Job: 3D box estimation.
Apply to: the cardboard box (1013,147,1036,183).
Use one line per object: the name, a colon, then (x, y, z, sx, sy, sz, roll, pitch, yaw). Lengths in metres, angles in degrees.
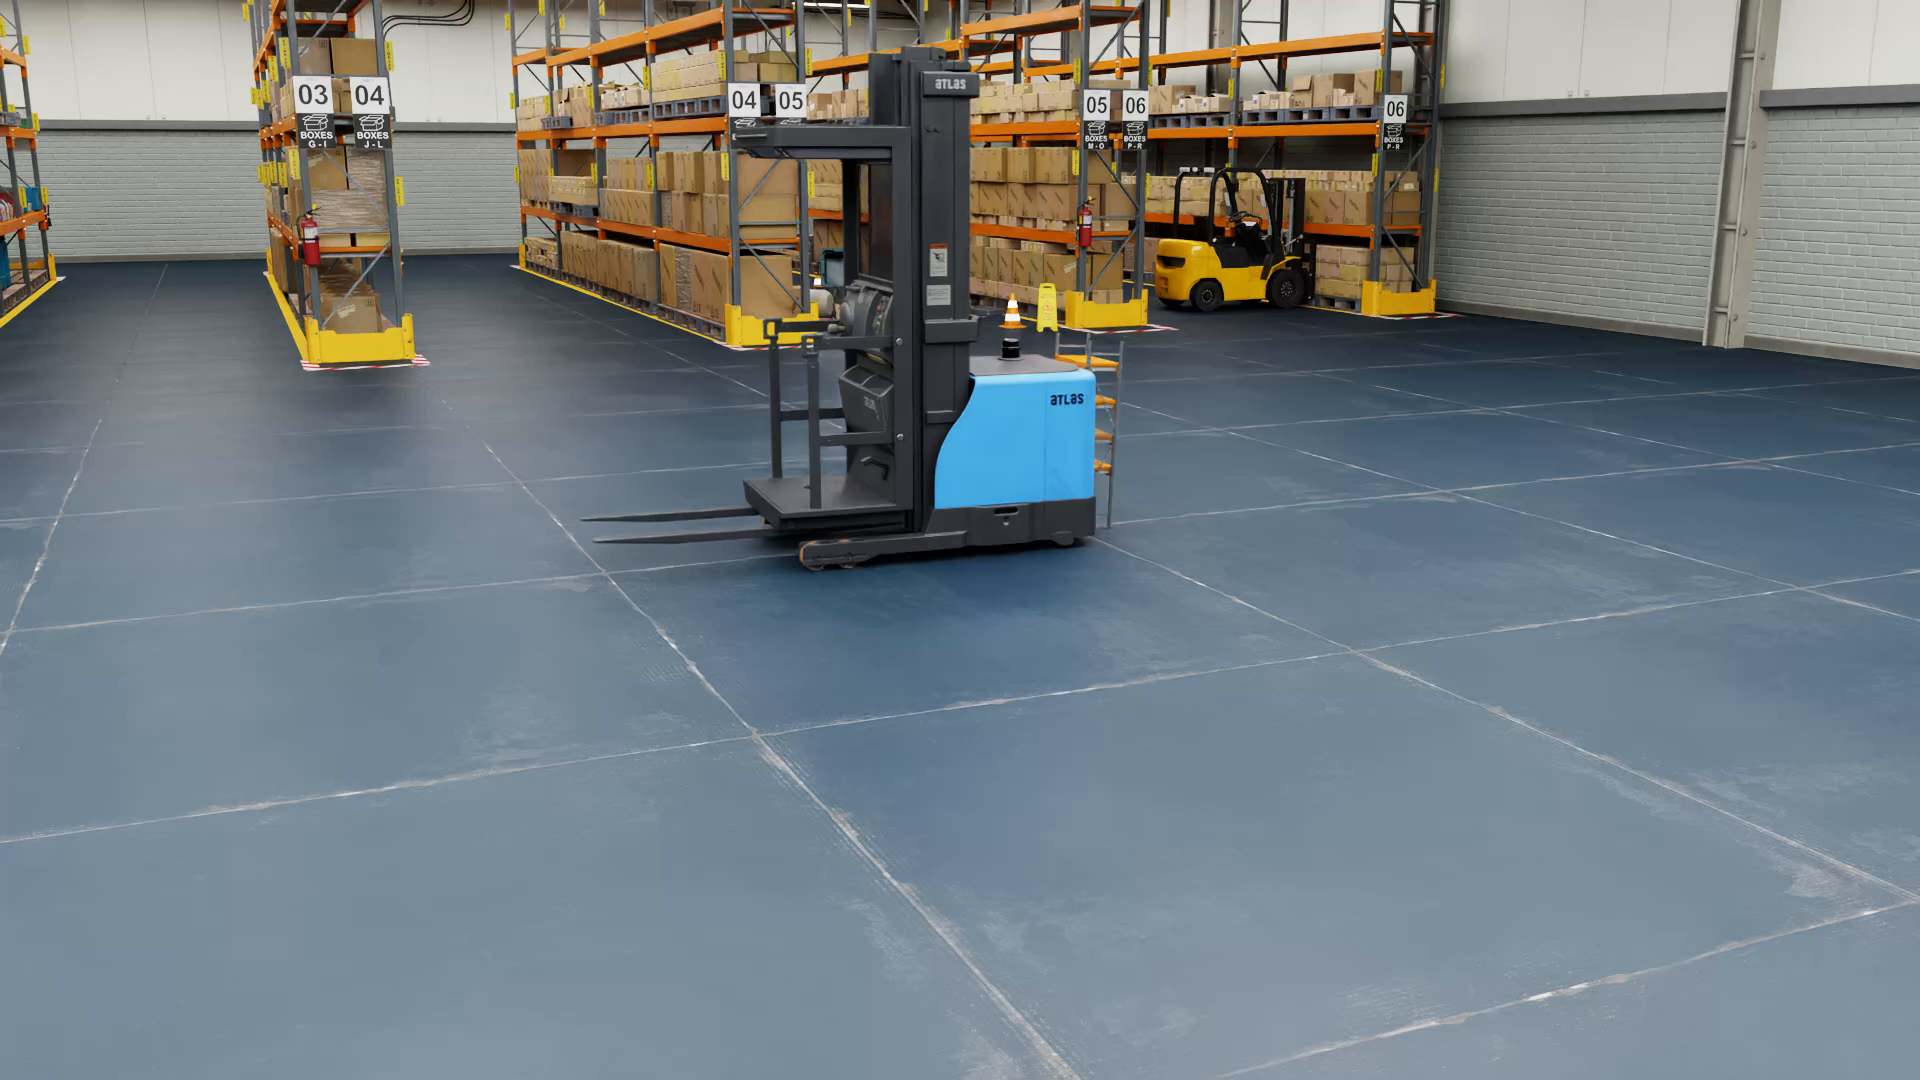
cardboard box: (1.192, -5.428, 24.071, 0.700, 0.500, 0.500, -6, 14, -24)

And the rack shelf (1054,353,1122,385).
rack shelf: (0.817, -1.098, 10.681, 0.258, 0.148, 0.480, -2, 13, -21)

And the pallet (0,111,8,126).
pallet: (-15.474, -6.579, 25.910, 1.003, 0.211, 1.213, -6, 14, -23)

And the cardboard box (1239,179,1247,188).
cardboard box: (4.922, -6.011, 28.027, 0.380, 0.149, 0.250, -6, 14, -24)

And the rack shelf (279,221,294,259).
rack shelf: (-9.393, -4.454, 24.557, 1.077, 0.370, 4.000, -6, 14, -23)

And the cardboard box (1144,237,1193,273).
cardboard box: (3.939, -5.345, 31.148, 0.875, 0.625, 0.625, -5, 14, -21)

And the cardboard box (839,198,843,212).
cardboard box: (-1.960, -6.330, 31.402, 0.500, 0.250, 0.500, -6, 14, -24)

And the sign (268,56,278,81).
sign: (-9.099, -6.246, 22.030, 0.100, 0.325, 0.005, -6, 14, -23)

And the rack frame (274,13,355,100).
rack frame: (-8.592, -7.314, 22.015, 1.000, 3.000, 0.127, -6, 14, -23)

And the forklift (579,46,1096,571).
forklift: (-0.741, -1.385, 9.852, 3.031, 2.935, 1.130, -4, 14, -19)

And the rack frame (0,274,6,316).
rack frame: (-14.732, -4.770, 24.329, 1.000, 3.000, 0.127, -6, 14, -23)

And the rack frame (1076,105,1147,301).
rack frame: (2.091, -4.460, 22.988, 1.000, 3.000, 0.127, -6, 14, -23)

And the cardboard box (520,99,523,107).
cardboard box: (-8.765, -8.919, 33.943, 0.380, 0.149, 0.250, -6, 14, -23)

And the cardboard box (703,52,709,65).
cardboard box: (-3.051, -6.116, 21.128, 0.380, 0.149, 0.250, -5, 14, -22)

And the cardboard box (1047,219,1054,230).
cardboard box: (1.459, -4.493, 23.687, 0.380, 0.149, 0.250, -6, 14, -24)

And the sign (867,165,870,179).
sign: (-1.621, -6.626, 29.779, 0.100, 0.325, 0.005, -6, 14, -23)

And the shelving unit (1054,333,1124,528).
shelving unit: (0.797, -0.714, 10.763, 0.258, 1.200, 0.503, -2, 13, -21)

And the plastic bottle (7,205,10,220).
plastic bottle: (-15.734, -5.409, 27.362, 0.152, 0.276, 0.135, -6, 14, -23)

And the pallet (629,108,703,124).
pallet: (-4.419, -6.372, 25.019, 0.805, 0.209, 1.217, -6, 14, -25)

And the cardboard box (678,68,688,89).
cardboard box: (-3.458, -6.166, 22.226, 0.500, 0.250, 0.500, -5, 14, -22)

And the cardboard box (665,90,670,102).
cardboard box: (-3.868, -6.148, 23.033, 0.380, 0.149, 0.250, -6, 14, -24)

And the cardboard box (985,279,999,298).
cardboard box: (0.702, -3.896, 25.717, 0.500, 0.250, 0.500, -5, 14, -20)

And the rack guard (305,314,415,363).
rack guard: (-7.020, -2.363, 19.470, 1.175, 0.500, 0.348, -6, 14, -23)

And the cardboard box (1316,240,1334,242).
cardboard box: (5.817, -4.794, 27.382, 0.500, 0.250, 0.500, -6, 14, -23)

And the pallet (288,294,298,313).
pallet: (-9.882, -3.698, 25.878, 1.003, 0.211, 1.213, -6, 14, -23)

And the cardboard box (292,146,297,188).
cardboard box: (-7.839, -4.543, 20.249, 0.500, 0.500, 0.500, -6, 14, -23)

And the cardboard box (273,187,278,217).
cardboard box: (-11.439, -5.768, 28.418, 0.500, 0.500, 0.500, -6, 14, -24)

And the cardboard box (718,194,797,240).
cardboard box: (-2.594, -4.138, 21.262, 0.875, 0.550, 0.550, -6, 14, -23)

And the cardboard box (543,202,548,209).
cardboard box: (-8.012, -6.600, 32.790, 0.380, 0.149, 0.250, -6, 14, -25)

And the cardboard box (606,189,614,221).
cardboard box: (-5.470, -5.472, 27.137, 0.500, 0.500, 0.500, -6, 14, -24)

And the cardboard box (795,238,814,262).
cardboard box: (-2.869, -6.035, 34.544, 0.875, 0.438, 0.875, -6, 14, -24)

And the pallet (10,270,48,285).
pallet: (-17.642, -4.891, 31.033, 1.003, 0.211, 1.213, -6, 14, -23)

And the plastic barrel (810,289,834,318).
plastic barrel: (-2.146, -3.467, 24.413, 0.512, 0.421, 0.421, 4, 14, 16)

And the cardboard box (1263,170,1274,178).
cardboard box: (5.198, -5.992, 27.288, 0.380, 0.149, 0.250, -5, 14, -22)

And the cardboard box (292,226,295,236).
cardboard box: (-8.693, -4.144, 22.182, 0.380, 0.149, 0.250, -6, 14, -23)

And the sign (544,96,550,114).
sign: (-7.705, -8.134, 31.063, 0.100, 0.325, 0.005, -6, 14, -23)

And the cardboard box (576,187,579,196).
cardboard box: (-6.440, -6.042, 28.789, 0.380, 0.149, 0.250, -5, 14, -22)

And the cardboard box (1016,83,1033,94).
cardboard box: (1.040, -6.544, 24.130, 0.380, 0.149, 0.250, -5, 14, -22)

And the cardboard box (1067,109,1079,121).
cardboard box: (1.692, -5.847, 22.887, 0.380, 0.149, 0.250, -6, 14, -23)

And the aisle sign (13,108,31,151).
aisle sign: (-17.697, -7.731, 31.356, 0.394, 0.787, 0.004, -6, 14, -23)

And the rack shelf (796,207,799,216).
rack shelf: (-3.517, -7.002, 35.566, 1.077, 0.370, 4.000, -6, 14, -23)

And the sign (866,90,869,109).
sign: (-1.625, -7.816, 29.514, 0.100, 0.325, 0.005, -6, 14, -23)

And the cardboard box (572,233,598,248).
cardboard box: (-6.741, -5.431, 30.134, 0.500, 0.250, 0.500, -5, 14, -21)

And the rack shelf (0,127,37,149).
rack shelf: (-17.135, -7.121, 29.428, 1.077, 0.370, 4.000, -6, 14, -23)

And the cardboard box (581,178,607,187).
cardboard box: (-6.225, -6.077, 28.280, 0.380, 0.149, 0.250, -6, 14, -25)

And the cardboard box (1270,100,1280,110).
cardboard box: (5.245, -7.049, 26.925, 0.380, 0.149, 0.250, -5, 14, -21)

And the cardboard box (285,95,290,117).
cardboard box: (-8.022, -5.343, 20.483, 0.500, 0.250, 0.500, -6, 14, -24)

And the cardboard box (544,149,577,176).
cardboard box: (-7.647, -7.225, 31.834, 0.500, 0.500, 0.500, -6, 14, -25)

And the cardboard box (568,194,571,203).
cardboard box: (-6.736, -6.053, 29.496, 0.380, 0.149, 0.250, -5, 14, -21)

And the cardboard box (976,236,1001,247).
cardboard box: (0.473, -4.655, 25.896, 0.380, 0.149, 0.250, -5, 14, -22)

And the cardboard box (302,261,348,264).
cardboard box: (-9.907, -4.078, 25.904, 0.700, 0.500, 0.500, -6, 15, -26)

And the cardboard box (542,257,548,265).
cardboard box: (-8.095, -5.551, 33.093, 0.380, 0.149, 0.250, -6, 14, -23)

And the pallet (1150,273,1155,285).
pallet: (4.212, -4.778, 30.546, 1.003, 0.211, 1.213, -6, 14, -23)
